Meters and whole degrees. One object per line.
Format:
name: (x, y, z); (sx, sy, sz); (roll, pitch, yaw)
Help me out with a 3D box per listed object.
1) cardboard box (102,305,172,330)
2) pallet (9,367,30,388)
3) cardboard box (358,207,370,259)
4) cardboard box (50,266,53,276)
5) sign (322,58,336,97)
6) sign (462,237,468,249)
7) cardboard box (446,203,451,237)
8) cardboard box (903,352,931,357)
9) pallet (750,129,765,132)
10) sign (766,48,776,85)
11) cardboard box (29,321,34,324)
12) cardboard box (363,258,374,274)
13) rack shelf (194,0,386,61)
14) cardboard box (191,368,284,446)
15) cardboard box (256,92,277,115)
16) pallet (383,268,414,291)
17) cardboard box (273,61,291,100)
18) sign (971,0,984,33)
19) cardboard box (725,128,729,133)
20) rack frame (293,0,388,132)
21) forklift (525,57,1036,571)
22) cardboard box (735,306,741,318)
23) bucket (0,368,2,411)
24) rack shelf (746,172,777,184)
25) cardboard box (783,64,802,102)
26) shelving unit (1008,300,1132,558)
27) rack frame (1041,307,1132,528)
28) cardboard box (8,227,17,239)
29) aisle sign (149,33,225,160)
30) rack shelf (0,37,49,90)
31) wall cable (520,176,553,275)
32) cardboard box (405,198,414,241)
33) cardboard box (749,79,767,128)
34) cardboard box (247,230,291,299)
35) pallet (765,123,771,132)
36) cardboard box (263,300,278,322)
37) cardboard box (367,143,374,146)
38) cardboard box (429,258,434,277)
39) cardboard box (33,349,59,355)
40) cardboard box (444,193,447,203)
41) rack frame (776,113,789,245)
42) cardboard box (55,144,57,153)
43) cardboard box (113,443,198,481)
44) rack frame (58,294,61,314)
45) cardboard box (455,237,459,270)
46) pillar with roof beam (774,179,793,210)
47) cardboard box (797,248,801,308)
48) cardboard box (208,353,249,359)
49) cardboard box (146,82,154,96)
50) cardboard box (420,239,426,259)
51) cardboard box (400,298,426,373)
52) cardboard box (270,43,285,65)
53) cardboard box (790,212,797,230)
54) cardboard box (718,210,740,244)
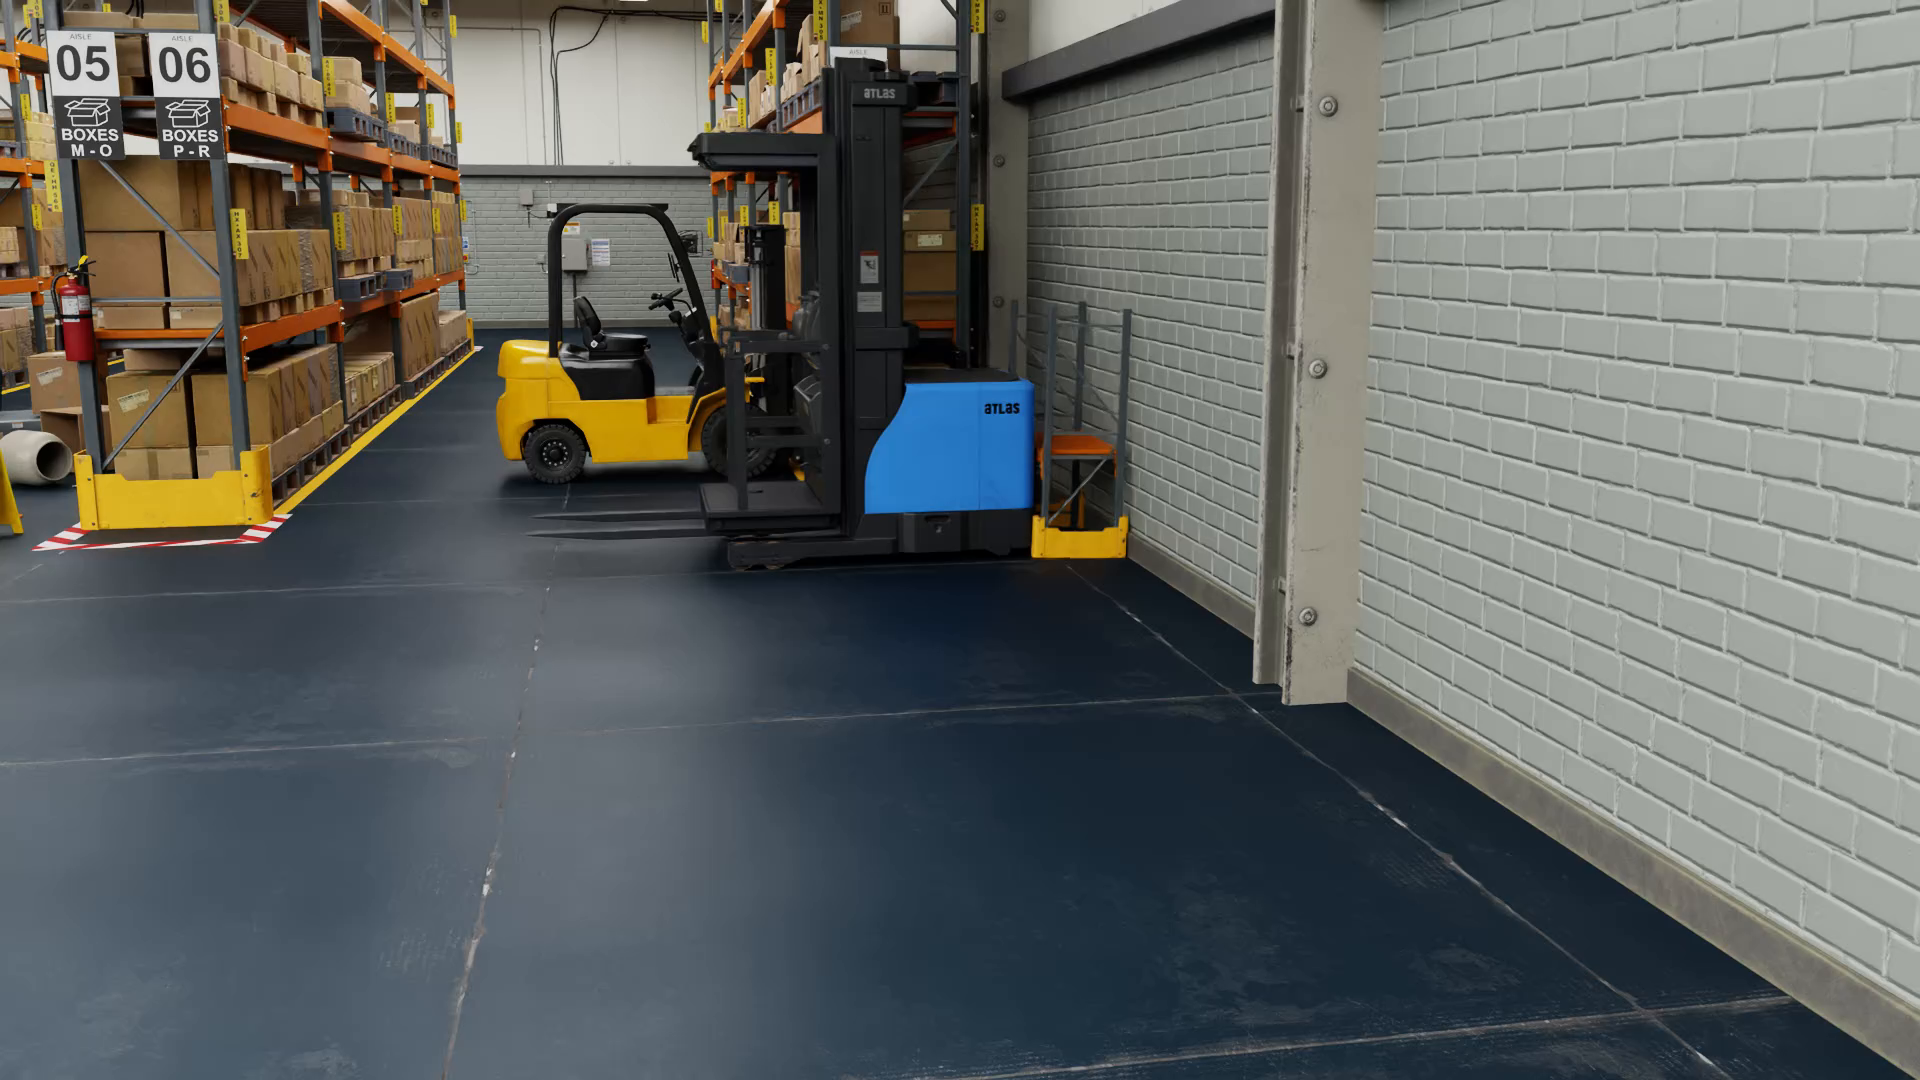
cardboard box: (-5.576, -1.513, 11.295); (0.380, 0.149, 0.250); (-2, 11, -9)
pallet: (-12.310, -2.065, 20.983); (1.003, 0.211, 1.213); (-2, 11, -11)
cardboard box: (-6.062, -2.990, 16.198); (0.500, 0.500, 0.500); (-2, 11, -11)
cardboard box: (-12.424, -3.610, 22.313); (0.380, 0.149, 0.250); (-3, 11, -14)
sign: (-5.540, -4.058, 14.589); (0.100, 0.325, 0.005); (-2, 11, -11)
sign: (-9.584, -5.686, 31.823); (0.327, 0.218, 0.001); (-2, 11, -11)
cardboard box: (-7.758, -4.693, 24.388); (0.500, 0.500, 0.500); (-2, 11, -11)
cardboard box: (-0.520, -1.382, 13.492); (0.500, 0.250, 0.500); (-2, 11, -11)
pallet: (-1.761, -4.484, 18.713); (1.213, 0.211, 1.003); (-2, 11, -8)
sign: (-1.733, -4.351, 15.287); (0.100, 0.325, 0.005); (-2, 11, -11)
cardboard box: (-13.113, -2.968, 23.180); (0.380, 0.149, 0.250); (-3, 11, -13)
cardboard box: (-6.095, -2.745, 16.645); (0.380, 0.149, 0.250); (-2, 11, -9)
rack shelf: (-6.460, -5.073, 16.277); (1.077, 0.370, 4.000); (-2, 11, -11)
cardboard box: (-5.184, -0.962, 11.953); (0.500, 0.500, 0.500); (-3, 11, -13)
cardboard box: (-5.294, -3.235, 12.321); (0.380, 0.149, 0.250); (-2, 11, -10)
pallet: (-6.606, -2.822, 18.012); (1.213, 0.211, 1.003); (-2, 11, -11)
cardboard box: (-5.423, -3.505, 12.671); (0.500, 0.250, 0.500); (-2, 11, -10)
sign: (0.121, -3.718, 11.635); (0.100, 0.325, 0.005); (-2, 11, -11)
cardboard box: (-2.849, -5.260, 21.568); (0.380, 0.149, 0.250); (-2, 11, -10)
rack frame: (-6.849, -5.990, 18.100); (1.000, 3.000, 0.127); (-2, 11, -11)
forklift: (-1.104, -1.367, 10.039); (3.031, 2.935, 1.130); (-2, 11, -11)
cardboard box: (-2.950, -3.179, 23.205); (0.380, 0.149, 0.250); (-2, 11, -8)
bucket: (-8.619, -1.308, 14.237); (0.726, 0.611, 0.620); (2, 1, 9)
rack shelf: (-1.592, -3.977, 17.472); (1.077, 0.370, 4.000); (-2, 11, -11)
cardboard box: (-1.280, -4.014, 14.589); (0.500, 0.311, 0.500); (-2, 11, -10)
shelving unit: (0.650, -0.728, 10.455); (0.587, 1.500, 1.083); (0, 11, -11)
rack frame: (0.748, -0.634, 9.956); (0.500, 1.500, 0.032); (0, 11, -11)
cardboard box: (-12.193, -3.887, 21.051); (0.380, 0.149, 0.250); (-2, 11, -8)
aisle sign: (-4.977, -2.853, 10.708); (0.394, 0.787, 0.004); (-2, 11, -11)
rack shelf: (-12.852, -6.537, 22.906); (1.077, 0.370, 4.000); (-2, 11, -11)
wall cable: (-8.136, -6.096, 31.986); (0.588, 1.984, 0.122); (-2, 11, -11)
cardboard box: (-6.897, -3.869, 20.058); (0.500, 0.500, 0.500); (-2, 11, -9)
cardboard box: (-2.079, -4.860, 18.530); (0.500, 0.500, 0.500); (-2, 11, -11)
cardboard box: (-5.317, -2.056, 12.414); (0.500, 0.500, 0.500); (-2, 11, -12)
pallet: (-1.541, -4.279, 17.636); (1.003, 0.211, 1.213); (-2, 11, -8)
cardboard box: (-5.196, -1.668, 12.107); (0.380, 0.149, 0.250); (-2, 11, -10)
cardboard box: (-6.526, -4.298, 17.902); (0.380, 0.149, 0.250); (-2, 11, -11)
cardboard box: (-7.293, -3.630, 22.145); (0.500, 0.250, 0.500); (-2, 11, -12)
cardboard box: (-12.219, -2.462, 22.112); (0.380, 0.149, 0.250); (-3, 11, -13)
cardboard box: (-7.837, -5.078, 24.680); (0.380, 0.149, 0.250); (-2, 11, -10)
rack frame: (-1.203, -2.490, 15.758); (1.000, 3.000, 0.127); (-2, 11, -11)
cardboard box: (-12.483, -5.260, 22.689); (0.500, 0.250, 0.500); (-2, 11, -9)
cardboard box: (-5.719, -0.574, 11.921); (0.500, 0.250, 0.500); (-2, 11, -11)
rack frame: (-13.241, -4.312, 25.327); (1.000, 3.000, 0.127); (-2, 11, -11)
cardboard box: (-7.969, -4.388, 25.460); (0.500, 0.500, 0.500); (-2, 11, -12)
pillar with roof beam: (-7.400, -8.009, 28.709); (9.100, 9.000, 0.400); (-2, 11, -11)
cardboard box: (-1.079, -2.168, 13.796); (0.500, 0.500, 0.500); (-2, 11, -11)
cardboard box: (-6.006, -1.222, 13.321); (0.500, 0.500, 0.500); (-2, 11, -8)
cardboard box: (-5.736, -3.075, 11.482); (0.380, 0.149, 0.250); (-2, 11, -9)
cardboard box: (-7.092, -3.690, 21.126); (0.500, 0.250, 0.500); (-2, 11, -10)
cardboard box: (-7.071, -2.499, 20.362); (0.875, 0.875, 0.875); (-2, 11, -10)
cardboard box: (-5.400, -3.720, 12.735); (0.380, 0.149, 0.250); (-2, 11, -10)
cardboard box: (-1.285, -2.793, 14.550); (0.380, 0.149, 0.250); (-2, 11, -10)
cardboard box: (-3.421, -4.764, 25.304); (0.500, 0.500, 0.500); (-2, 11, -10)
